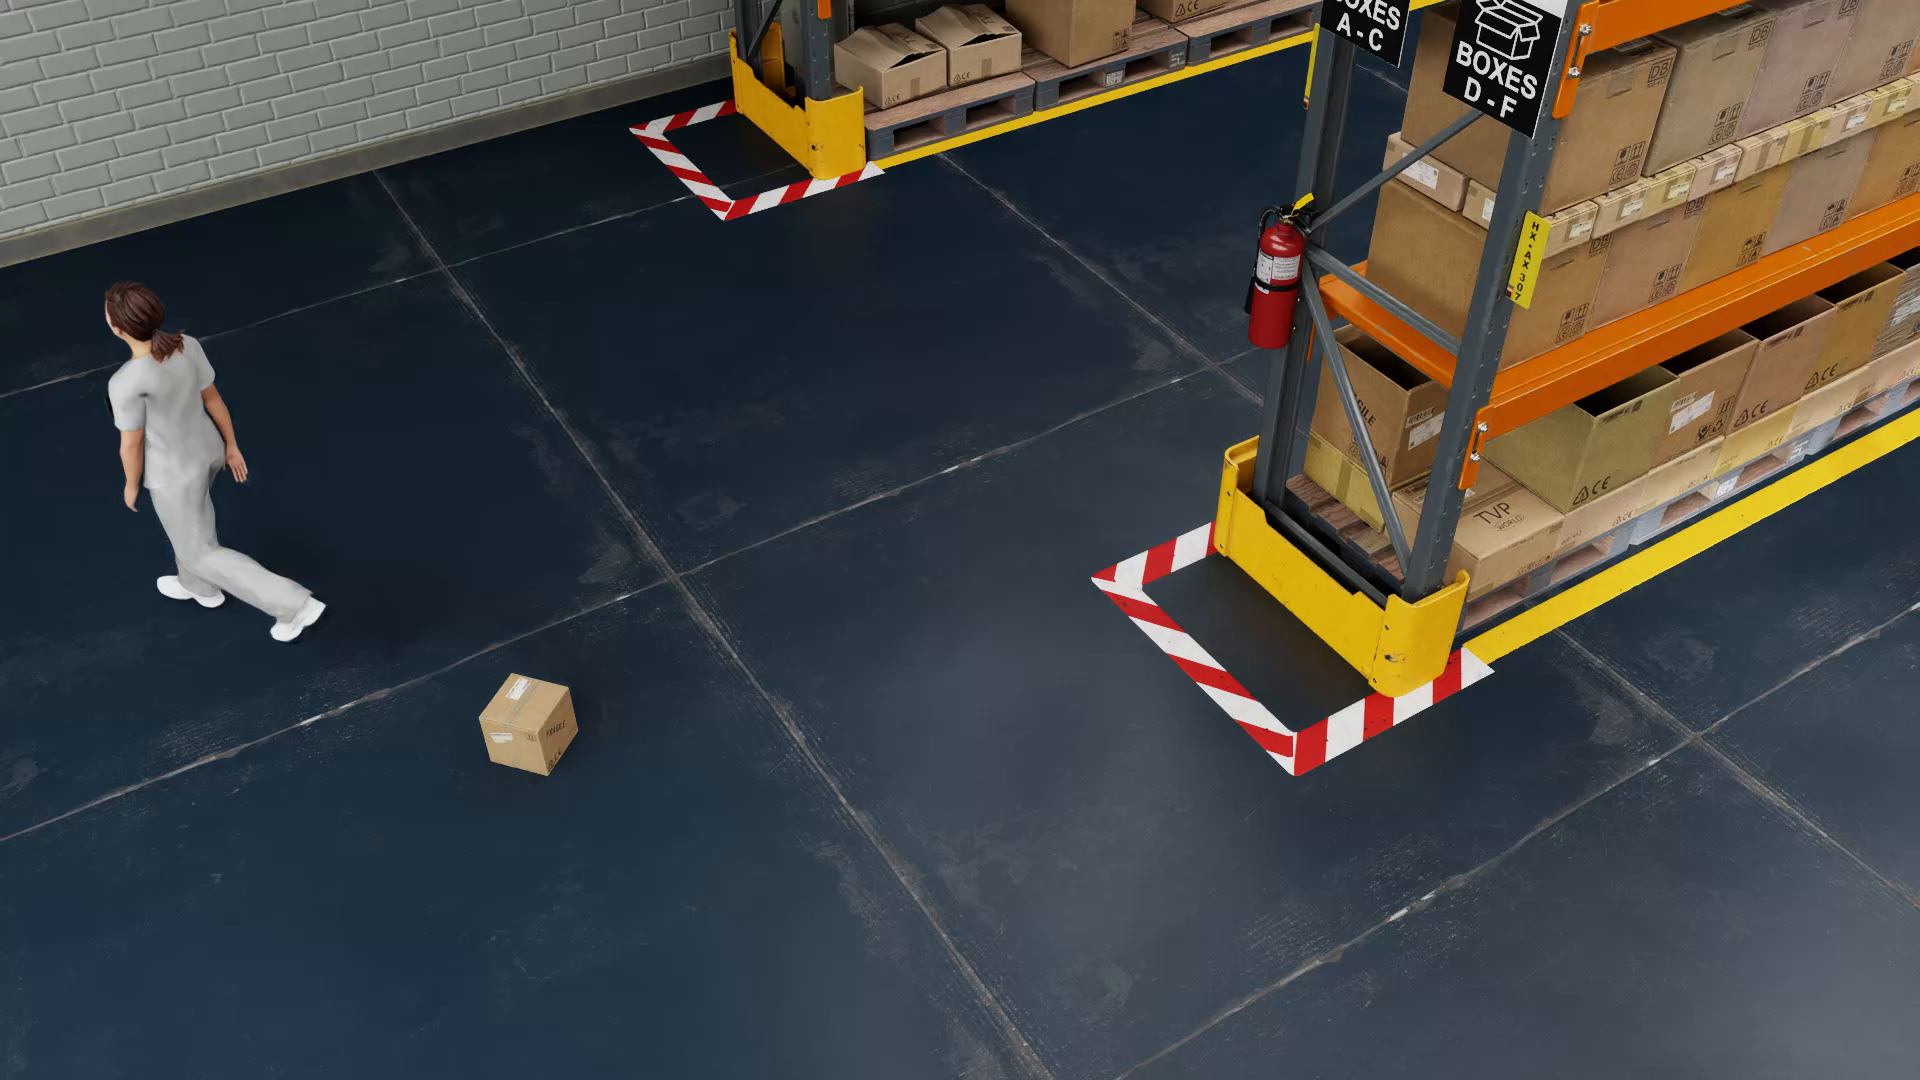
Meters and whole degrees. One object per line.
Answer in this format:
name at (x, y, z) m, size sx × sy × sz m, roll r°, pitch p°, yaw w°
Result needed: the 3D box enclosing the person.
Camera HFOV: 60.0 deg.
person at (-2.994, -0.289, 6.482) m, size 0.930 × 1.629 × 0.439 m, roll 10°, pitch 42°, yaw 12°
